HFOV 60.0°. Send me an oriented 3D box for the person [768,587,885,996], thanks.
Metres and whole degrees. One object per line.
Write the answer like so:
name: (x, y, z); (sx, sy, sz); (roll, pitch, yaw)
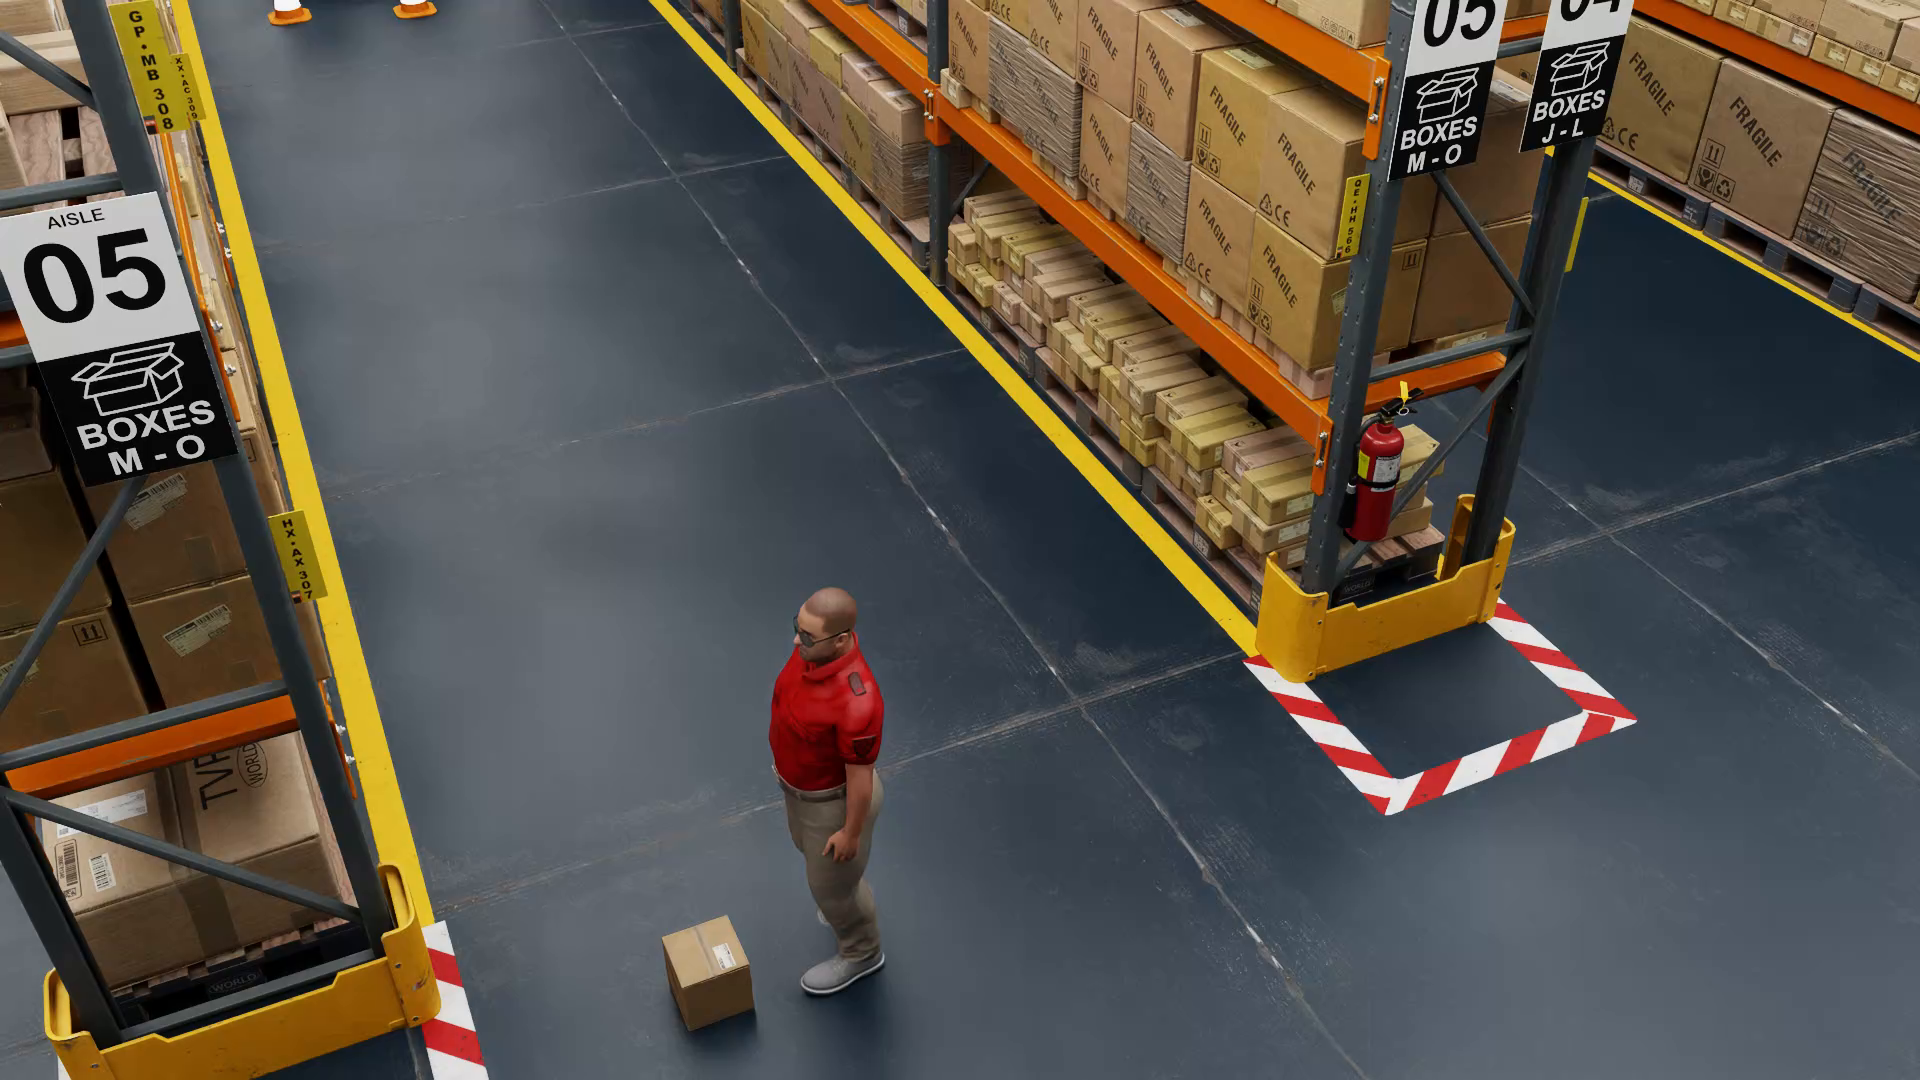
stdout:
person: (-0.451, 0.893, 5.758); (0.381, 1.799, 0.528); (-15, 39, -19)
